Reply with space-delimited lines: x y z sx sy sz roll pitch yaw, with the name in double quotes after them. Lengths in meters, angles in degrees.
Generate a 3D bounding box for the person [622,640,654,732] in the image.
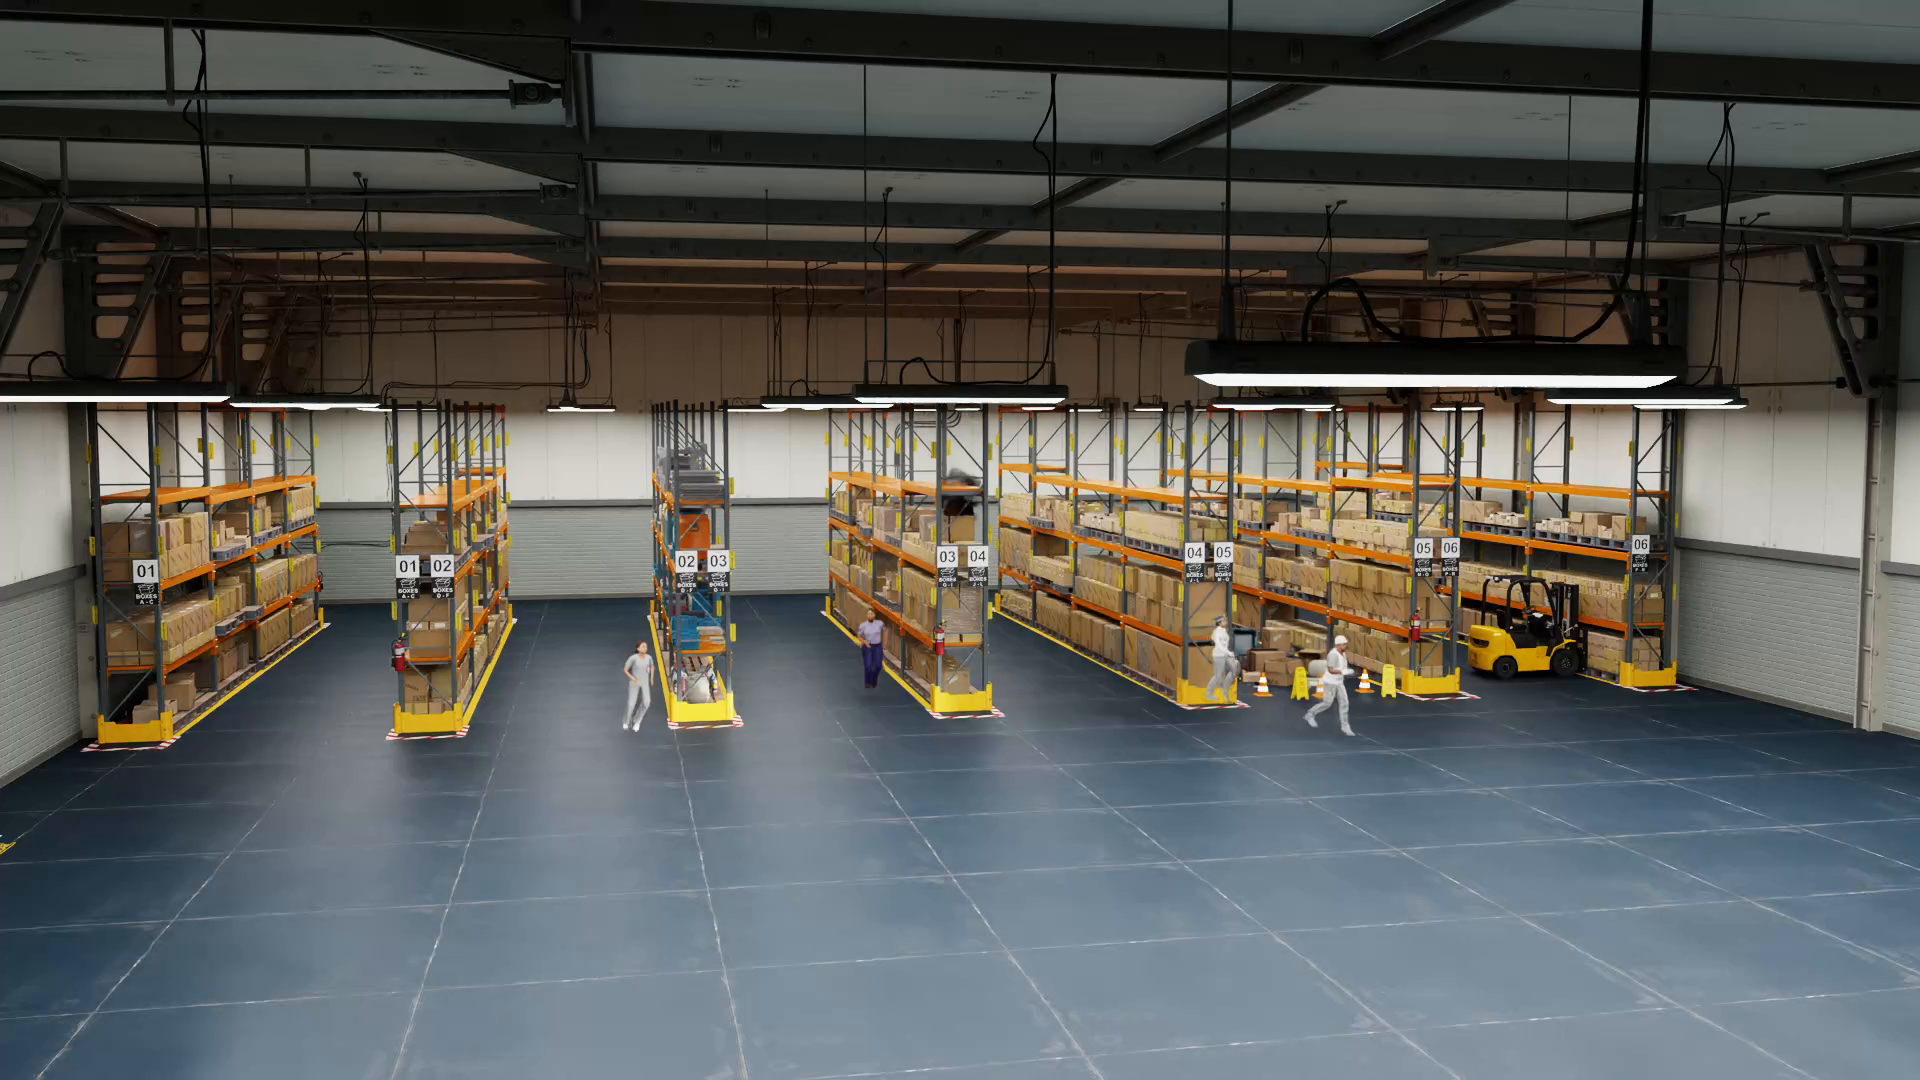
-5.794 2.634 30.154 0.624 1.637 0.637 -2 5 -29 "person"

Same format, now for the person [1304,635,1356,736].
6.661 2.604 29.874 0.976 1.812 0.712 3 5 33 "person"

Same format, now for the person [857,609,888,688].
-1.722 2.163 32.945 0.632 1.597 0.630 -1 4 -8 "person"

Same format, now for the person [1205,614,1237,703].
4.978 2.252 31.672 0.577 1.733 0.629 1 5 17 "person"
